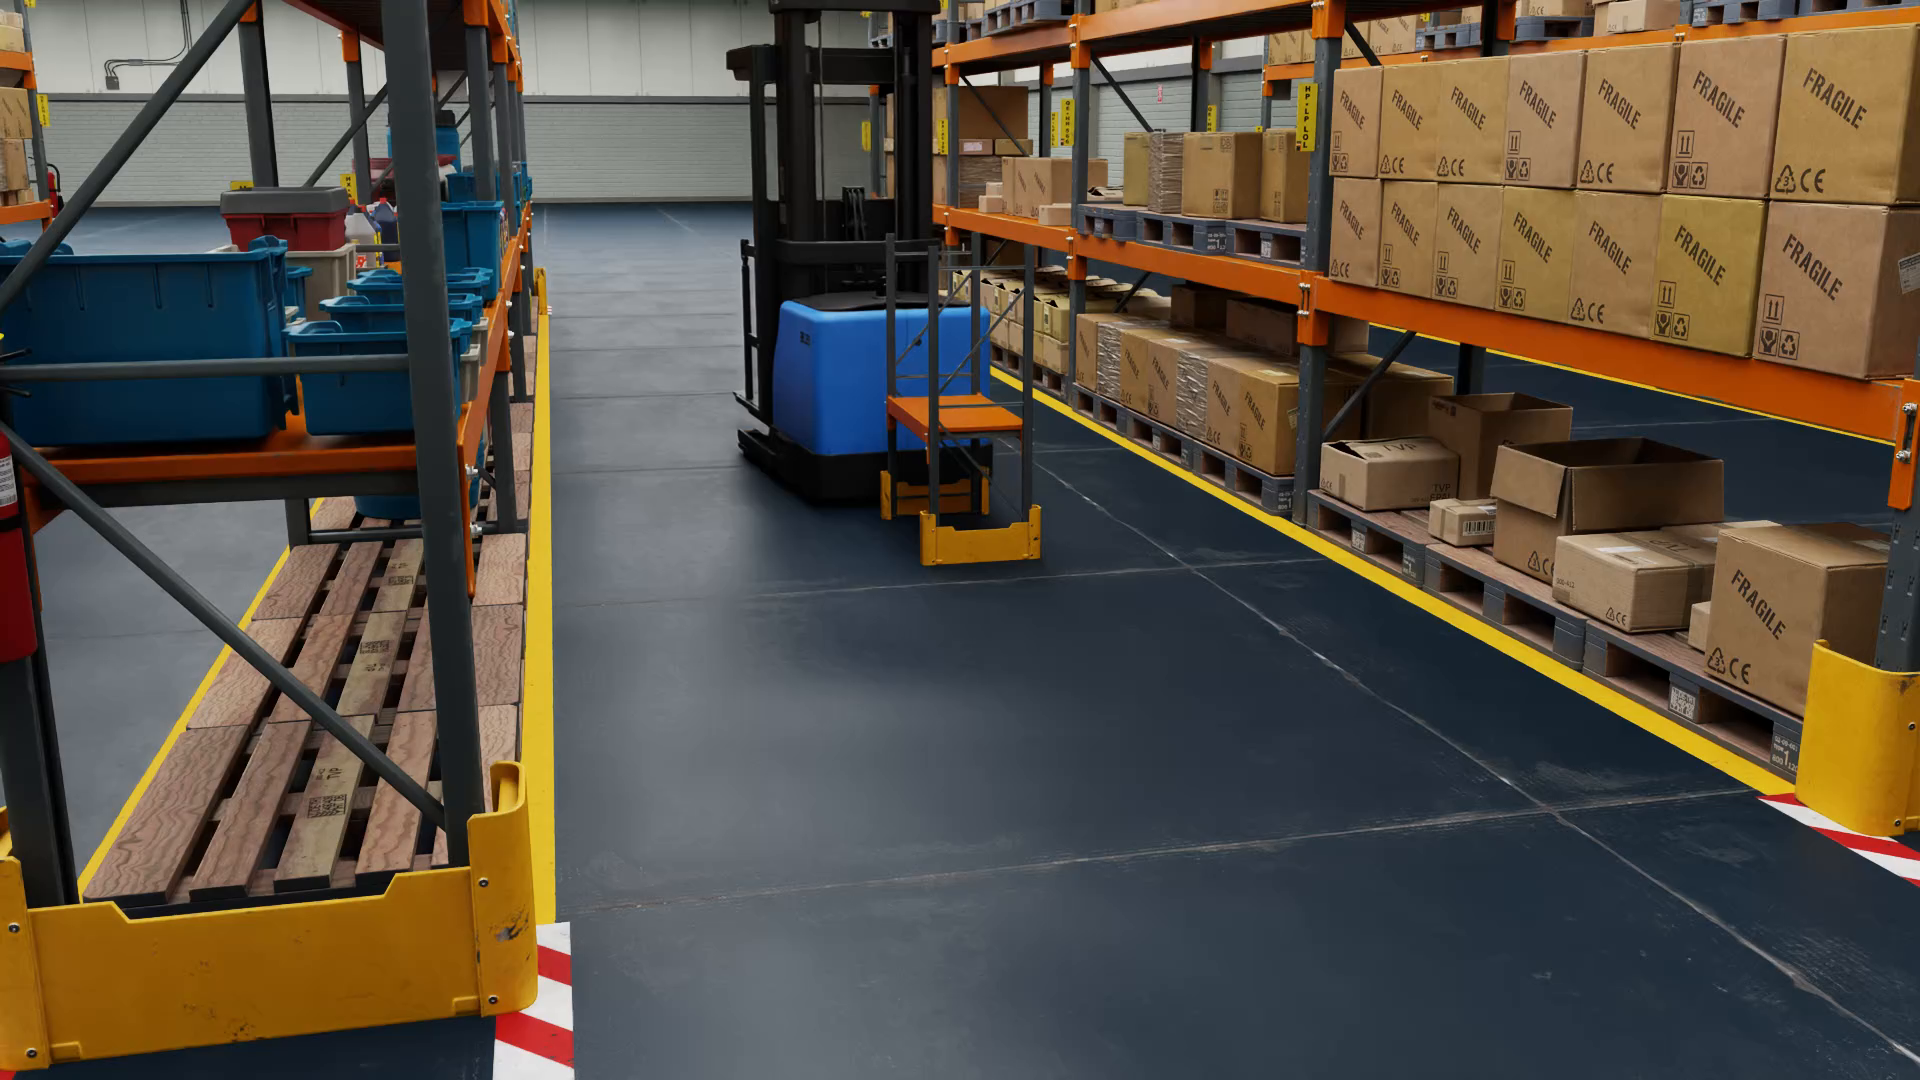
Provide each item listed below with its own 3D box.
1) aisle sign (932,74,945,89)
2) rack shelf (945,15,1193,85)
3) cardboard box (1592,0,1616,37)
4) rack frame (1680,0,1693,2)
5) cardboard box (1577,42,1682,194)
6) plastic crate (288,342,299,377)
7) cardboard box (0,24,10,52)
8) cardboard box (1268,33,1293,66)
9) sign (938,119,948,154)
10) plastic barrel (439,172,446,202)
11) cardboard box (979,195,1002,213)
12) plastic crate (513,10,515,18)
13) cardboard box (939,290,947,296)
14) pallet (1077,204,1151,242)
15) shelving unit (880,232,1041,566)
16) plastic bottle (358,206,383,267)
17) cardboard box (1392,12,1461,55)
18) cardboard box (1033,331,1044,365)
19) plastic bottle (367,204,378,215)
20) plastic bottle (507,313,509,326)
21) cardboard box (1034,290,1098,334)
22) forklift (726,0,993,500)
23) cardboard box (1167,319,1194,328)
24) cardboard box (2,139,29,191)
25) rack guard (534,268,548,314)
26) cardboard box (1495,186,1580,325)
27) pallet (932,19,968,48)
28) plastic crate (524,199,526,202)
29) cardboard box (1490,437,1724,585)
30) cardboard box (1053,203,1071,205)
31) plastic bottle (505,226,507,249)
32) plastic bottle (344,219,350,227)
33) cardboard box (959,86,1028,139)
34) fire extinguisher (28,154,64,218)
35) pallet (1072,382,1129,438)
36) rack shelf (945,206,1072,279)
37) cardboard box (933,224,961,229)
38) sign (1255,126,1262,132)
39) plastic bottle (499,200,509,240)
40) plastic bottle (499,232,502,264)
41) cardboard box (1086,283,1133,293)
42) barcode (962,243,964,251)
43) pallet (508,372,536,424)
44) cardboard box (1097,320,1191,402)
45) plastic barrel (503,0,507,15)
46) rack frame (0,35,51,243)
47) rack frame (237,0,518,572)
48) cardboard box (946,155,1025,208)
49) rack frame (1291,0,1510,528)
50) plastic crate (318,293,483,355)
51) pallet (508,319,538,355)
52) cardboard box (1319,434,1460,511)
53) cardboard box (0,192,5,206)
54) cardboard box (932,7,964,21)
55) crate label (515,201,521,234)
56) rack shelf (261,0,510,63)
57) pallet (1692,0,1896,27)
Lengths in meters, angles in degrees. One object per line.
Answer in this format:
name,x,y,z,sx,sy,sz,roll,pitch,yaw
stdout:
aisle sign,-0.293,-5.625,19.652,0.394,0.787,0.004,-3,14,-13
rack shelf,0.846,-4.054,13.895,1.077,0.370,4.000,-3,14,-13
cardboard box,5.916,-4.583,14.285,0.797,0.503,0.637,-1,14,-5
rack frame,6.130,-5.676,12.699,1.000,3.000,0.127,-3,14,-13
cardboard box,2.577,-1.497,5.915,0.500,0.500,0.500,-3,14,-12
plastic crate,-2.043,-0.511,4.626,0.396,0.136,0.243,-3,14,-13
cardboard box,-9.713,-4.951,16.368,0.500,0.250,0.500,-3,14,-13
cardboard box,4.087,-6.032,20.222,0.500,0.500,0.500,-3,14,-12
sign,-0.163,-3.835,15.814,0.100,0.325,0.005,-3,14,-13
plastic barrel,-3.949,-2.489,12.060,0.421,0.512,0.421,0,14,0
cardboard box,0.386,-3.070,15.201,0.380,0.149,0.250,-3,14,-13
plastic crate,-4.638,-5.081,16.618,0.392,0.384,0.575,-3,14,-13
cardboard box,0.055,-2.371,16.719,0.500,0.250,0.500,-3,14,-13
pallet,1.543,-2.239,11.676,1.213,0.211,1.003,-3,14,-13
shelving unit,-0.018,-0.746,8.321,0.587,1.500,1.083,-3,14,-13
plastic bottle,-2.998,-1.507,8.380,0.144,0.351,0.185,-3,14,-13
cardboard box,4.831,-5.303,17.240,0.500,0.500,0.500,-3,14,-12
cardboard box,0.831,-1.579,13.481,0.500,0.250,0.500,-3,14,-14
plastic bottle,-3.604,-1.925,10.246,0.152,0.276,0.135,-3,14,-13
plastic bottle,-4.294,-2.191,15.873,0.061,0.283,0.133,-3,14,-13
cardboard box,0.825,-1.852,13.415,0.500,0.311,0.500,-4,14,-14
forklift,-0.784,-1.951,10.239,1.130,2.935,3.031,-5,15,-19
cardboard box,1.764,-1.281,11.692,0.500,0.500,0.500,-3,14,-11
cardboard box,-9.857,-3.735,16.557,0.875,0.500,0.500,-3,14,-13
rack guard,-5.315,-2.826,18.940,1.175,0.500,0.348,-3,14,-13
cardboard box,2.470,-1.127,6.509,0.500,0.500,0.500,-3,14,-14
pallet,0.151,-5.017,16.508,1.003,0.211,1.213,-3,14,-13
plastic crate,-4.439,-3.230,15.458,0.767,0.338,0.504,-3,14,-13
cardboard box,2.701,-0.130,6.971,0.797,0.503,0.637,-3,14,-13
cardboard box,0.961,-2.654,13.498,0.380,0.149,0.250,-2,14,-9
plastic bottle,-2.858,-1.895,10.283,0.097,0.201,0.097,0,14,0
plastic bottle,-3.172,-1.500,8.508,0.152,0.276,0.135,-3,14,-13
cardboard box,0.266,-4.188,16.306,0.700,0.500,0.500,-3,14,-13
fire extinguisher,-9.772,-3.793,17.797,0.296,0.674,0.183,-3,14,-13
pallet,1.454,-0.956,11.894,1.003,0.211,1.213,-3,14,-13
rack shelf,0.846,-2.597,14.251,1.077,0.370,4.000,-3,14,-13
cardboard box,-0.148,-3.456,19.580,0.500,0.500,0.500,-3,14,-13
sign,3.724,-4.997,20.738,0.100,0.325,0.005,-3,14,-13
plastic bottle,-2.990,-2.083,10.880,0.061,0.283,0.133,-3,14,-13
plastic bottle,-2.571,-1.622,9.005,0.152,0.276,0.135,-3,14,-13
cardboard box,1.229,-2.001,14.025,0.500,0.311,0.500,-4,14,-15
barcode,0.032,-2.791,15.849,0.001,0.075,0.075,-3,14,-13
pallet,-3.644,-1.036,12.222,1.003,0.211,1.213,-3,14,-13
cardboard box,1.273,-1.243,11.533,0.500,0.500,0.500,-4,14,-15
plastic barrel,-3.482,-4.112,11.560,0.600,0.901,0.600,0,14,0
rack frame,-10.193,-3.779,17.574,1.000,3.000,0.127,-3,14,-13
rack frame,-2.561,-1.287,7.373,1.000,3.000,0.127,-3,14,-13
cardboard box,0.266,-3.558,16.460,0.700,0.500,0.500,-4,14,-15
rack frame,2.255,-1.562,8.500,1.000,3.000,0.127,-3,14,-13
plastic crate,-1.514,-0.539,4.539,0.416,0.233,0.300,-3,14,-13
pallet,-4.557,-1.935,15.902,1.003,0.211,1.213,-3,14,-13
cardboard box,2.143,-0.361,8.321,0.500,0.311,0.500,-3,14,-13
cardboard box,-9.697,-3.372,16.437,0.380,0.149,0.250,-3,14,-13
cardboard box,-0.173,-5.278,16.738,0.380,0.149,0.250,-3,14,-13
crate label,-3.235,-2.246,11.654,0.303,0.233,0.416,-3,14,-13
rack shelf,-3.030,-2.856,8.991,1.077,0.370,4.000,-3,14,-13
pallet,6.333,-3.981,12.481,1.213,0.211,1.003,-3,14,-11
